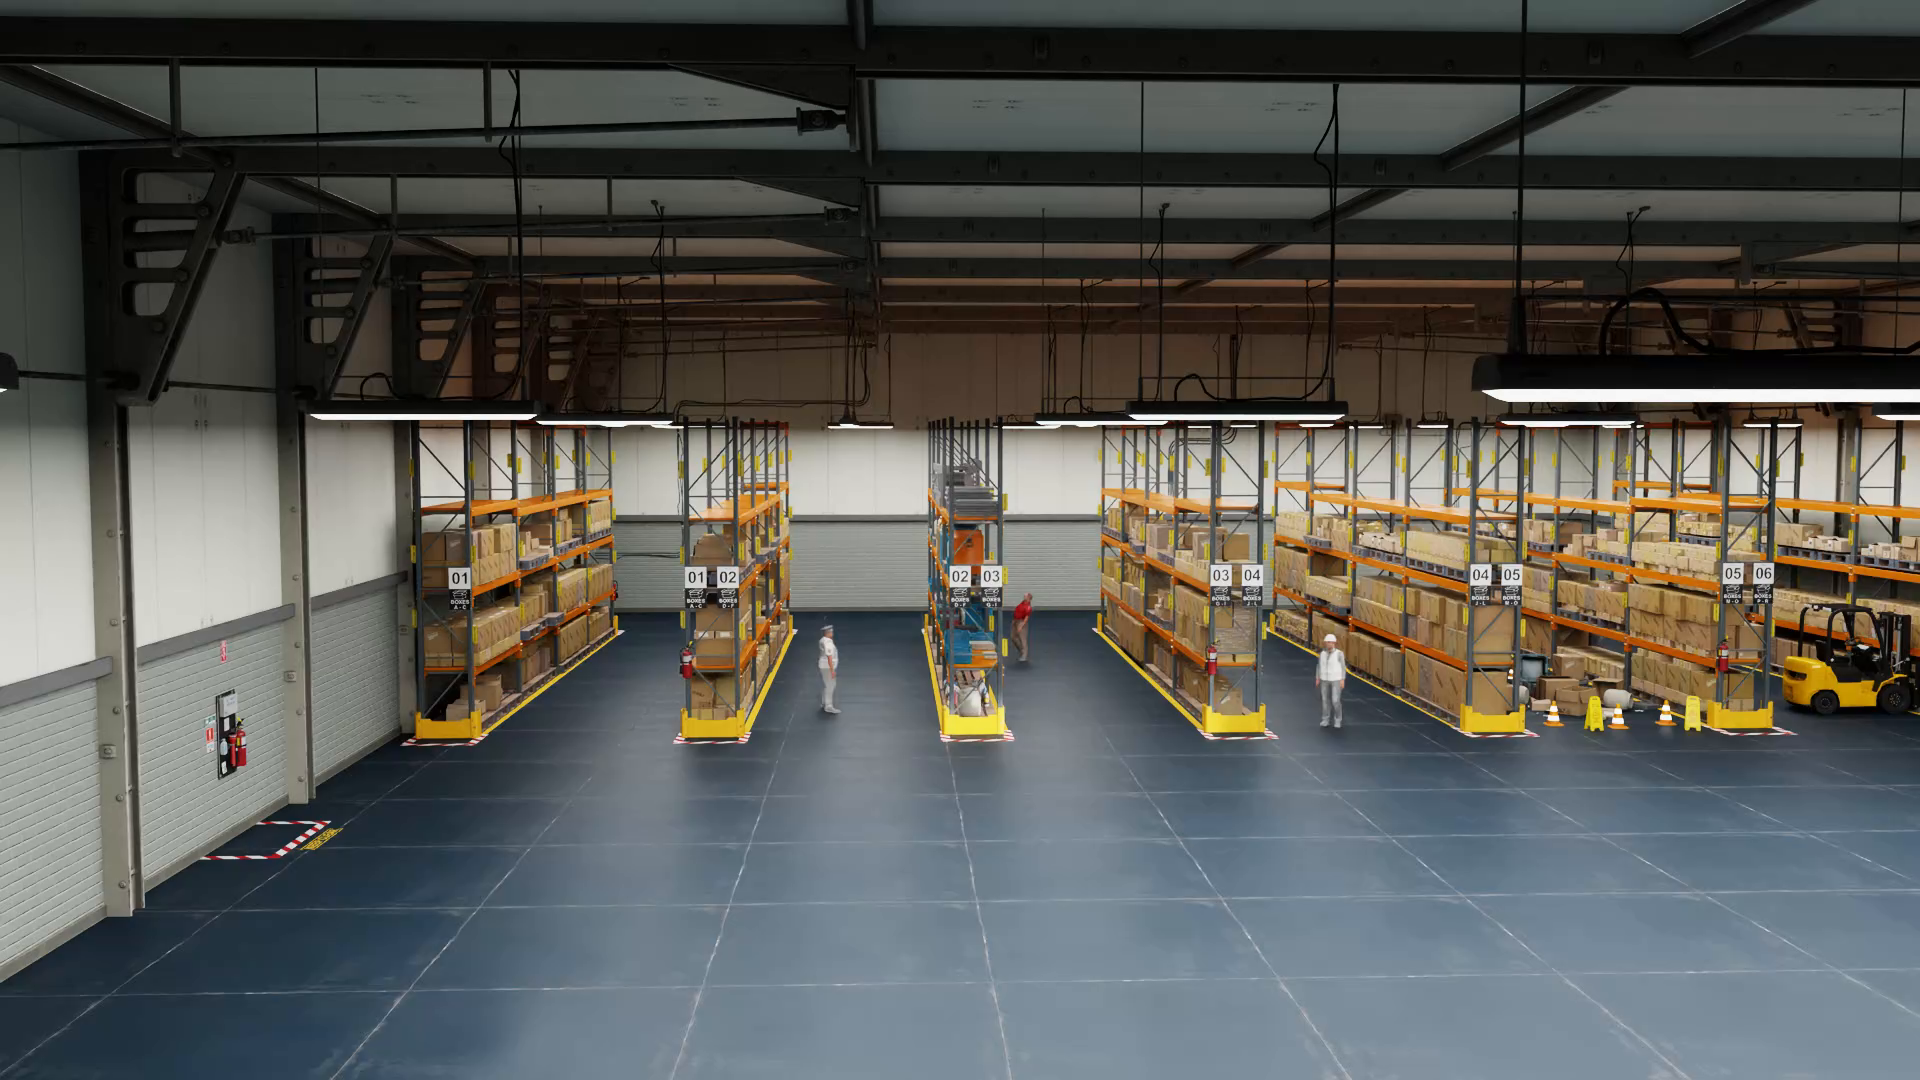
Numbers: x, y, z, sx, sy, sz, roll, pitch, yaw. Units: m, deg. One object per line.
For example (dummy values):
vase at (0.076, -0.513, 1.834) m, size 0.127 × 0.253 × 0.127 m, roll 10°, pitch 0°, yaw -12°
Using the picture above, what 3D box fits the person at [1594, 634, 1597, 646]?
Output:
person at (16.431, 2.094, 43.187) m, size 0.421 × 1.693 × 0.544 m, roll 2°, pitch 4°, yaw 33°

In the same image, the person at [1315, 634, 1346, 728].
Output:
person at (7.181, 2.739, 32.296) m, size 0.566 × 1.814 × 0.375 m, roll 3°, pitch 5°, yaw 37°

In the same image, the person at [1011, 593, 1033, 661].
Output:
person at (1.518, 2.172, 41.566) m, size 0.475 × 1.704 × 0.680 m, roll -2°, pitch 4°, yaw -28°

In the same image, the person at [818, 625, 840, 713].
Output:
person at (-2.681, 2.670, 33.993) m, size 0.417 × 1.861 × 0.595 m, roll -1°, pitch 4°, yaw -10°
